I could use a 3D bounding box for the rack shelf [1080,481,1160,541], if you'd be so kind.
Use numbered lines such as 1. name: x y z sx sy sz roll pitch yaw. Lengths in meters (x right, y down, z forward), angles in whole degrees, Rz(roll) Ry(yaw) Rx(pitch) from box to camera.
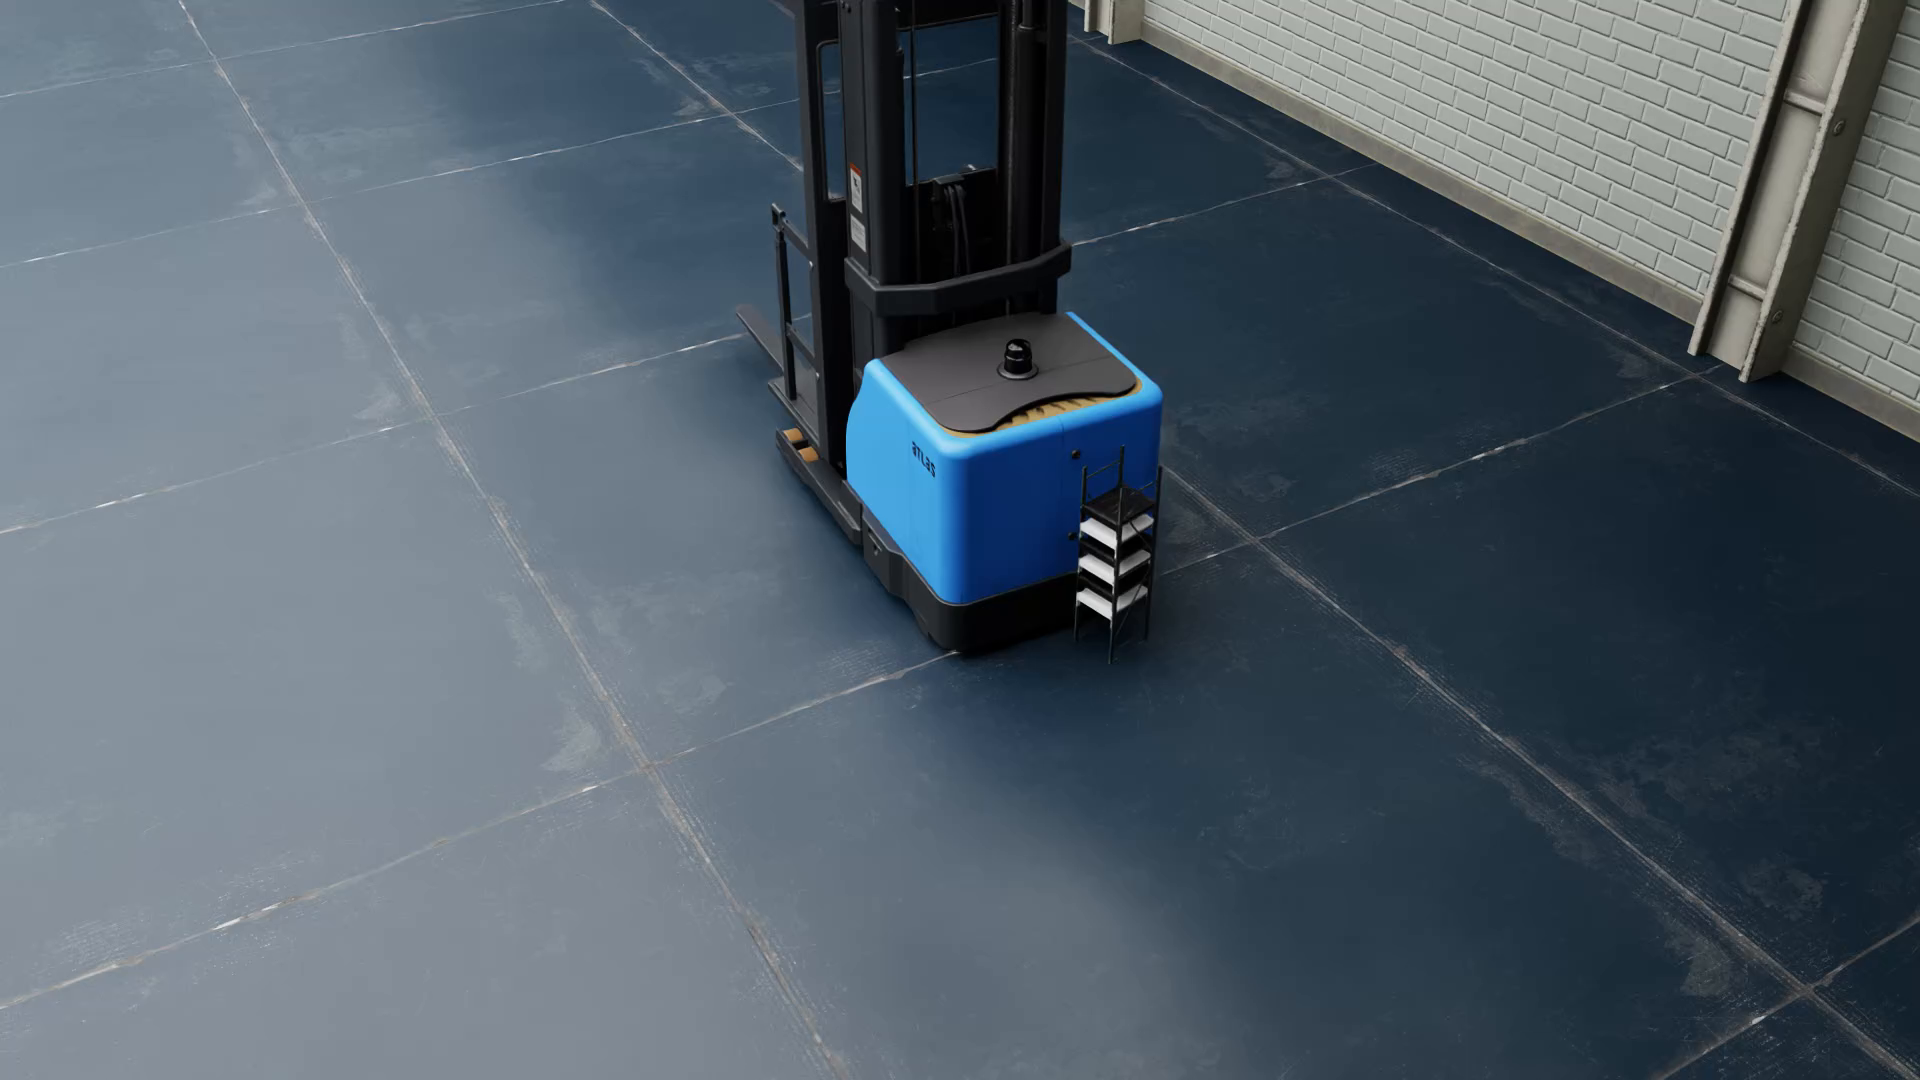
1. rack shelf: 0.648 -0.120 6.750 0.258 0.077 0.200 -29 45 -33

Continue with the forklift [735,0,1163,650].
1. forklift: -0.259 -1.576 7.423 1.130 2.935 3.031 -16 39 -21

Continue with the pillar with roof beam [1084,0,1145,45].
1. pillar with roof beam: -2.496 -6.402 8.886 9.100 9.000 0.400 -19 40 -24

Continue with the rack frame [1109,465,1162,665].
1. rack frame: 0.718 0.115 6.829 0.240 0.900 0.006 -29 45 -33

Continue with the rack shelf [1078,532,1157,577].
1. rack shelf: 0.648 0.026 6.856 0.258 0.077 0.200 -29 45 -33

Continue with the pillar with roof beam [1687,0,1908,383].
1. pillar with roof beam: 0.519 -3.342 4.697 9.100 9.000 0.400 -19 40 -24

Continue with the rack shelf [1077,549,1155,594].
1. rack shelf: 0.648 0.098 6.909 0.258 0.077 0.200 -29 45 -33

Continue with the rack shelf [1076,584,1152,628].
1. rack shelf: 0.649 0.244 7.014 0.258 0.077 0.200 -29 45 -33

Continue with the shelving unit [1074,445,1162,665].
1. shelving unit: 0.648 0.071 6.889 0.258 0.900 0.210 -29 45 -33

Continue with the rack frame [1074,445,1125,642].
1. rack frame: 0.579 0.028 6.949 0.240 0.900 0.006 -29 45 -33

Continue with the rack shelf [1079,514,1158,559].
1. rack shelf: 0.648 -0.047 6.803 0.258 0.077 0.200 -29 45 -33

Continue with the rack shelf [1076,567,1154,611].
1. rack shelf: 0.649 0.171 6.961 0.258 0.077 0.200 -29 45 -33
